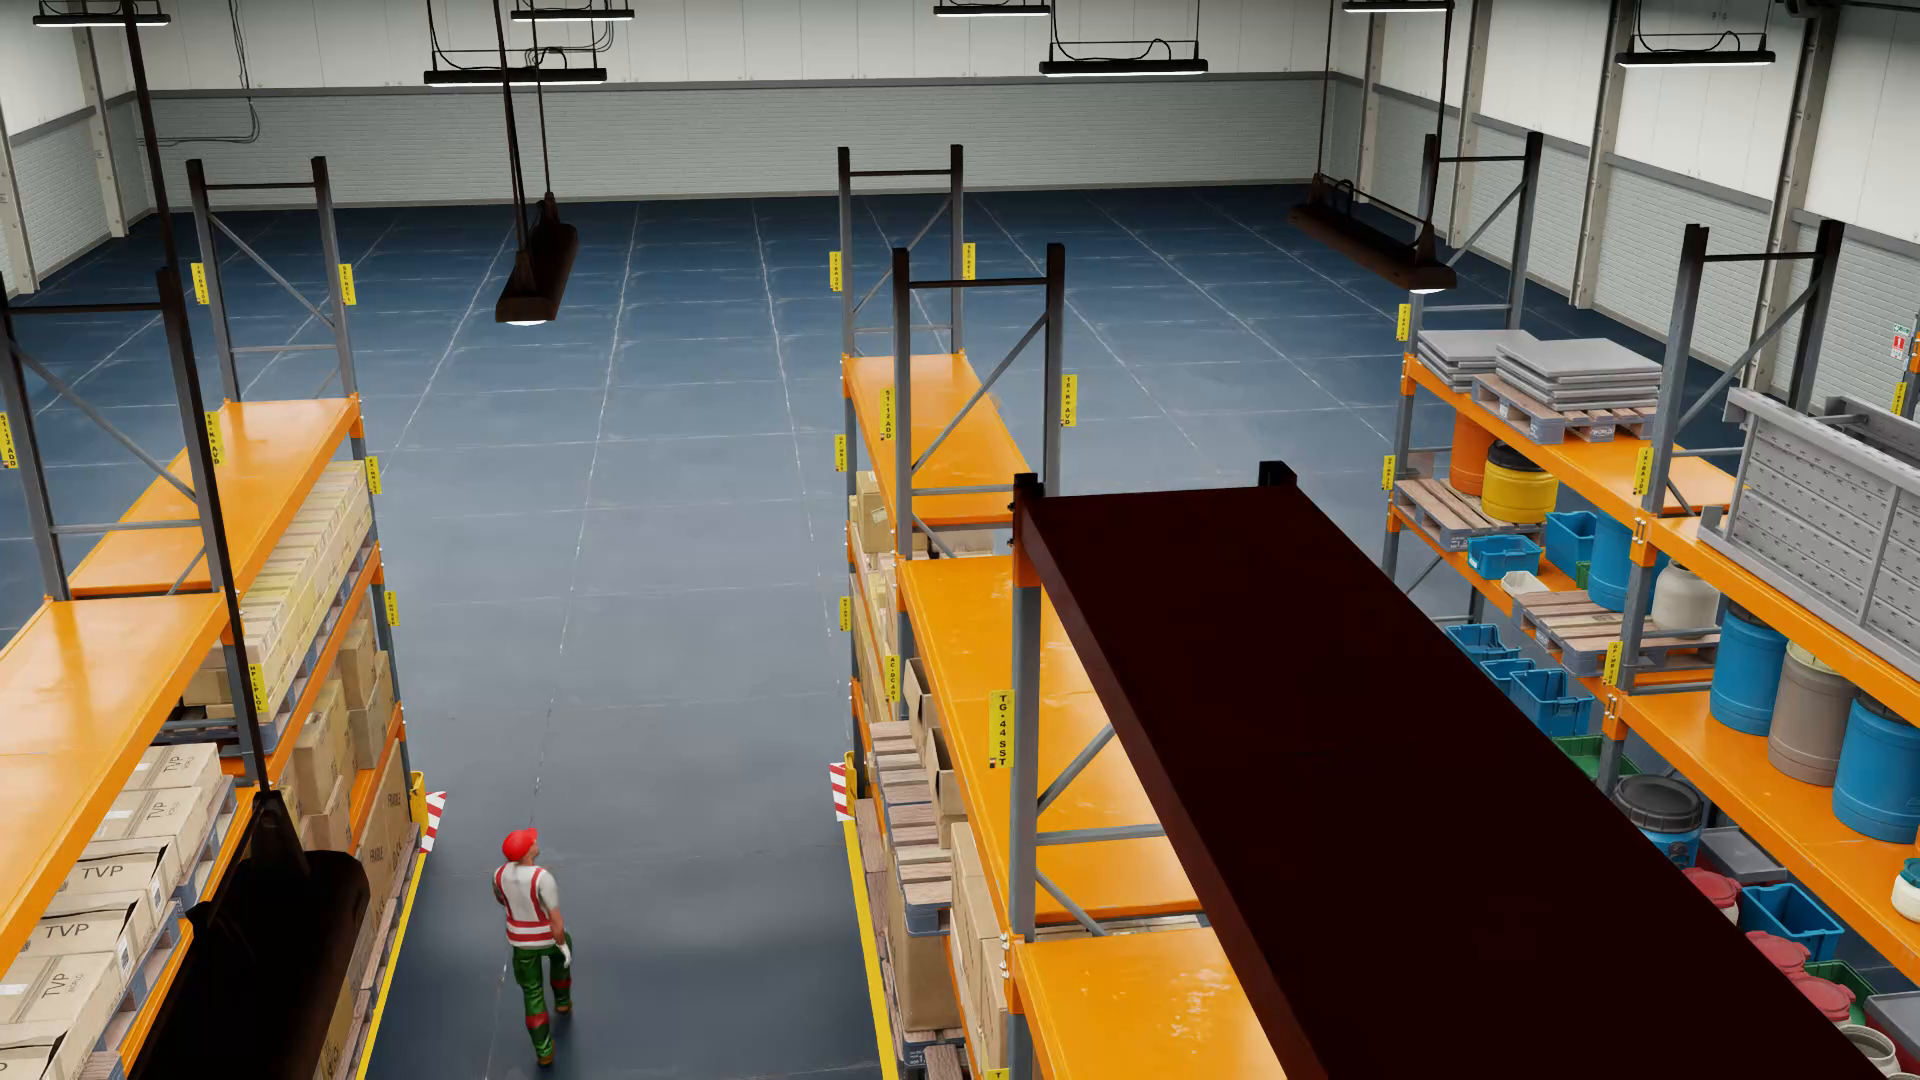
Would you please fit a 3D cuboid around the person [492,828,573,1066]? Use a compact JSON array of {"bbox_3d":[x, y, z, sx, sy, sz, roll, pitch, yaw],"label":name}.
[{"bbox_3d":[-3.087,2.886,12.085,0.536,1.808,0.890,-3,22,-8],"label":"person"}]
